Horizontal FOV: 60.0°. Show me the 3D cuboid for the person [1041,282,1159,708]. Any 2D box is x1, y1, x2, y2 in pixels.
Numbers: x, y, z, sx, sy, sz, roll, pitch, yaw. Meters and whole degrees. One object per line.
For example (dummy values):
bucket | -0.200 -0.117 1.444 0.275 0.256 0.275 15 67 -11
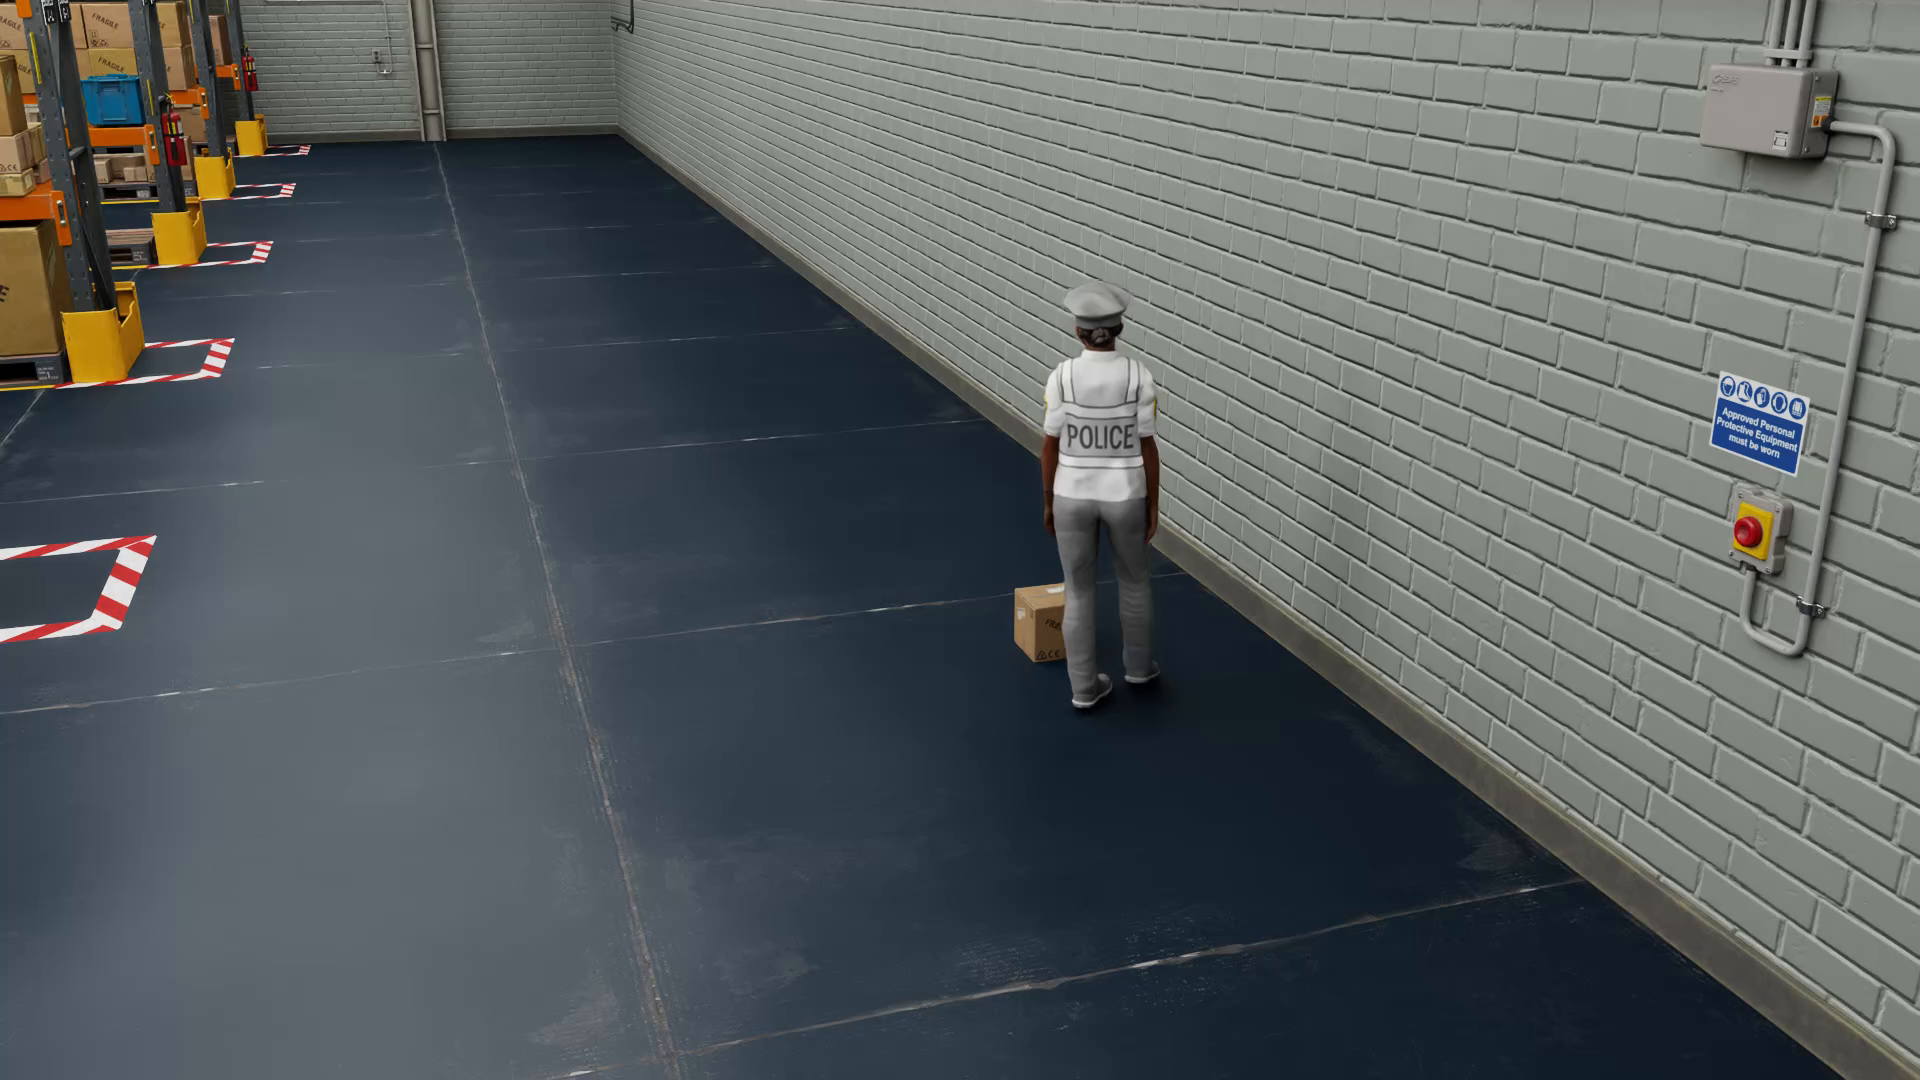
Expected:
person | 0.571 -0.179 6.537 0.512 1.689 0.526 1 19 3
